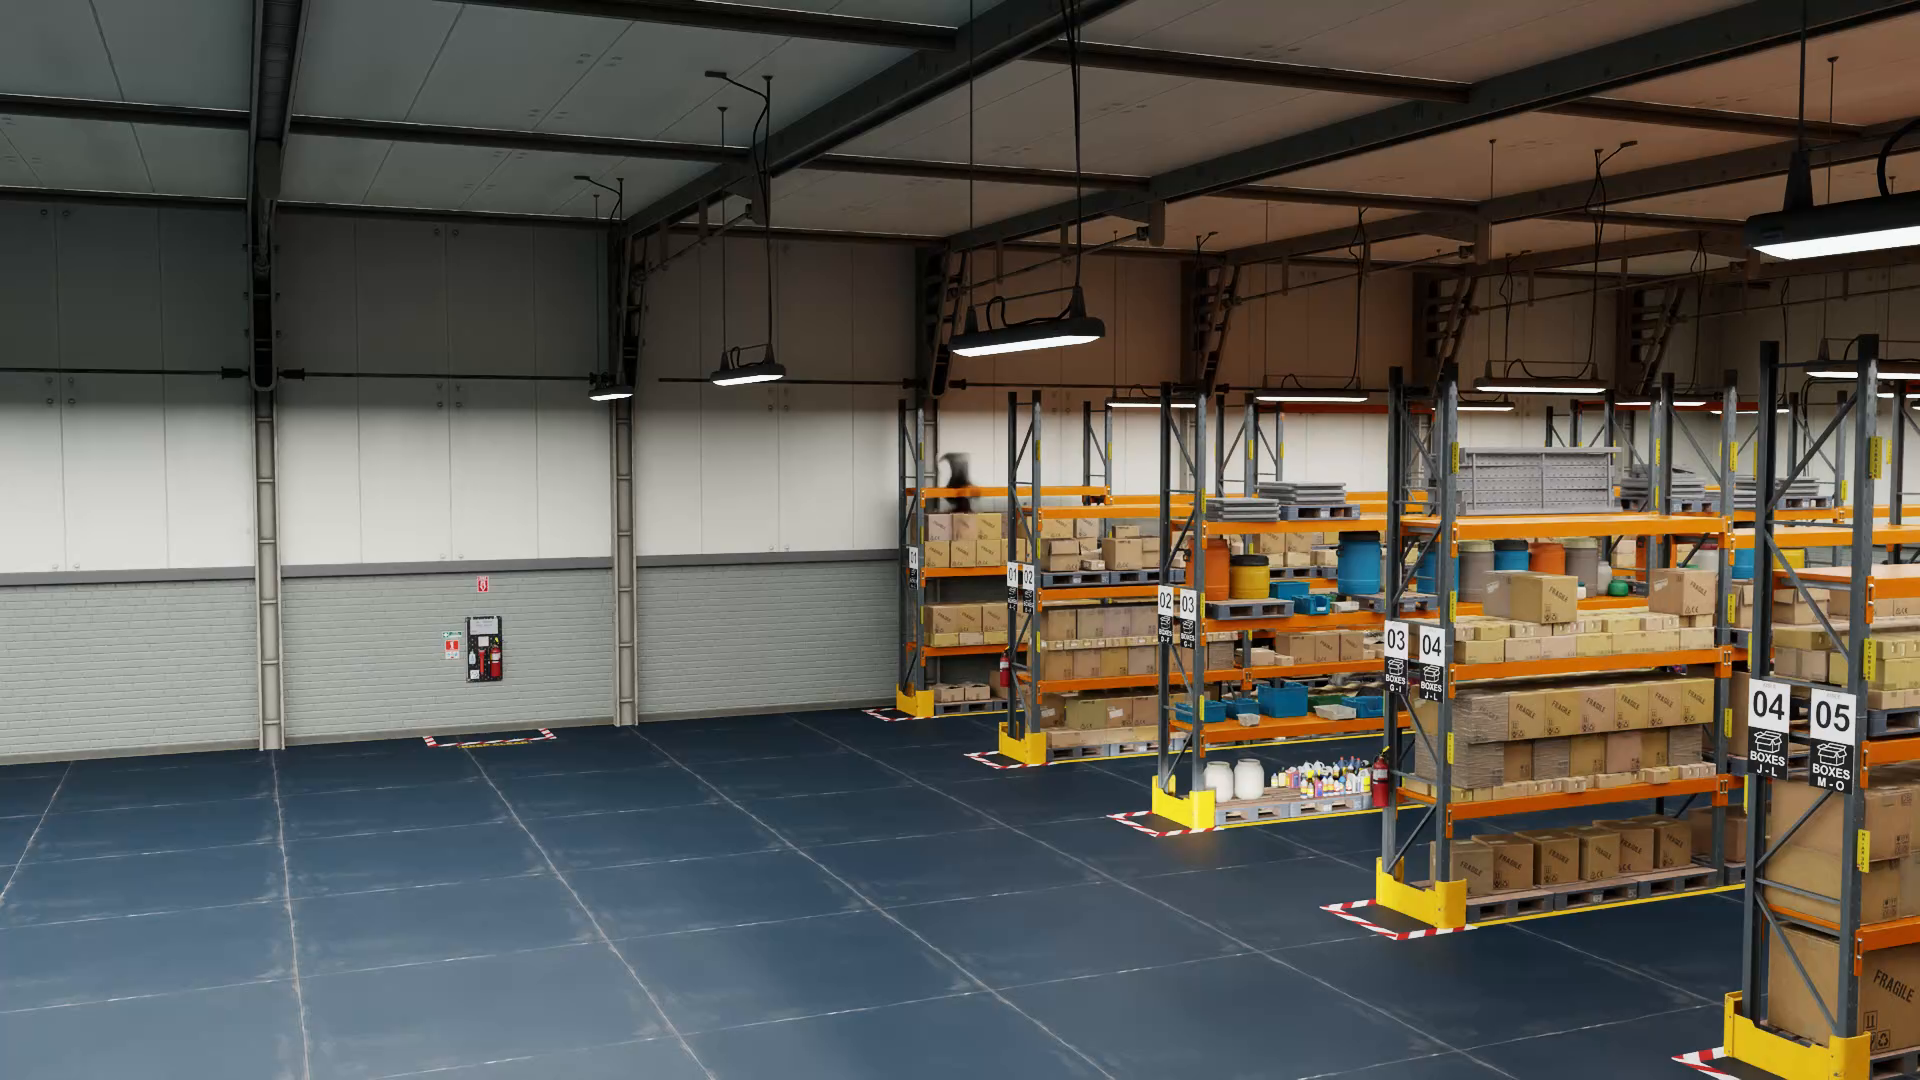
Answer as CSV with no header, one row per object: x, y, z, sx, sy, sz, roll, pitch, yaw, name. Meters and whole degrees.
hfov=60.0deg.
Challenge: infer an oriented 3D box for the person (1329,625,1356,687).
7.478,2.421,32.333,0.713,1.712,0.706,-3,4,-40,person
